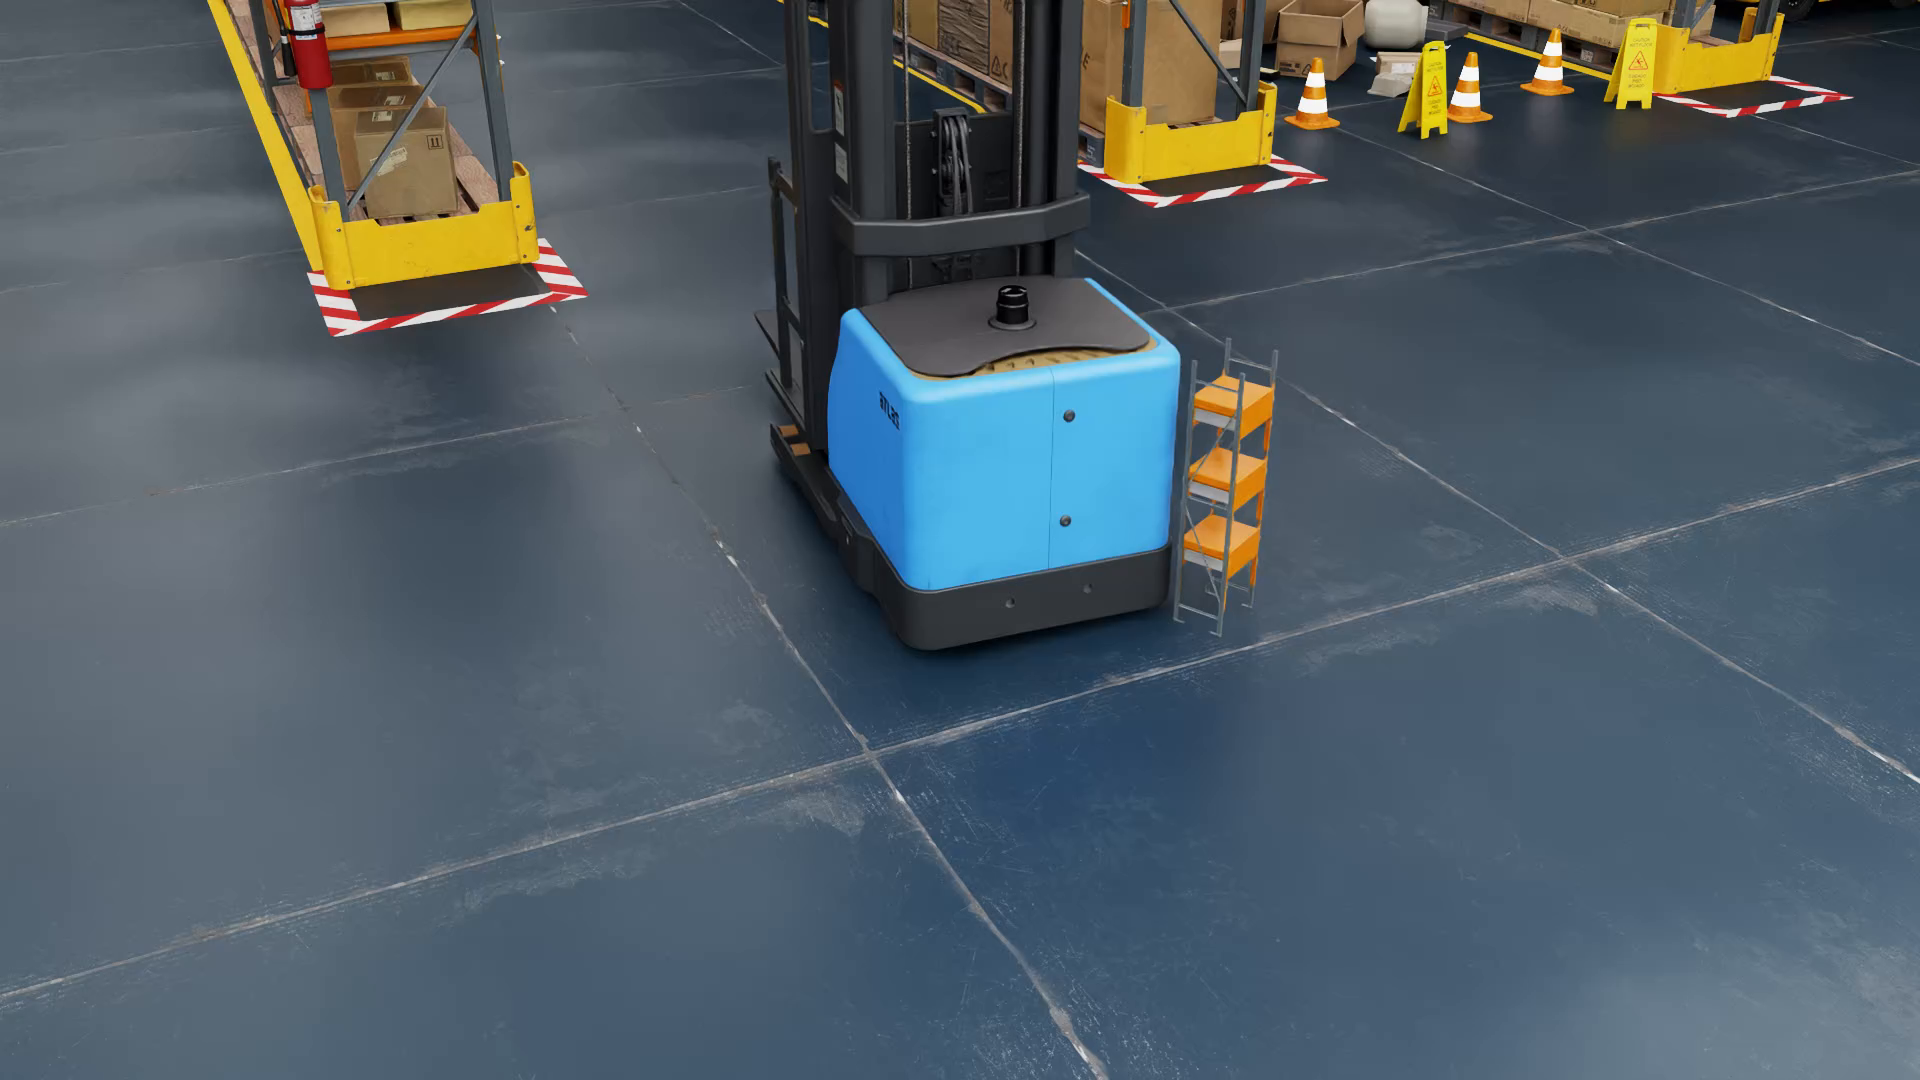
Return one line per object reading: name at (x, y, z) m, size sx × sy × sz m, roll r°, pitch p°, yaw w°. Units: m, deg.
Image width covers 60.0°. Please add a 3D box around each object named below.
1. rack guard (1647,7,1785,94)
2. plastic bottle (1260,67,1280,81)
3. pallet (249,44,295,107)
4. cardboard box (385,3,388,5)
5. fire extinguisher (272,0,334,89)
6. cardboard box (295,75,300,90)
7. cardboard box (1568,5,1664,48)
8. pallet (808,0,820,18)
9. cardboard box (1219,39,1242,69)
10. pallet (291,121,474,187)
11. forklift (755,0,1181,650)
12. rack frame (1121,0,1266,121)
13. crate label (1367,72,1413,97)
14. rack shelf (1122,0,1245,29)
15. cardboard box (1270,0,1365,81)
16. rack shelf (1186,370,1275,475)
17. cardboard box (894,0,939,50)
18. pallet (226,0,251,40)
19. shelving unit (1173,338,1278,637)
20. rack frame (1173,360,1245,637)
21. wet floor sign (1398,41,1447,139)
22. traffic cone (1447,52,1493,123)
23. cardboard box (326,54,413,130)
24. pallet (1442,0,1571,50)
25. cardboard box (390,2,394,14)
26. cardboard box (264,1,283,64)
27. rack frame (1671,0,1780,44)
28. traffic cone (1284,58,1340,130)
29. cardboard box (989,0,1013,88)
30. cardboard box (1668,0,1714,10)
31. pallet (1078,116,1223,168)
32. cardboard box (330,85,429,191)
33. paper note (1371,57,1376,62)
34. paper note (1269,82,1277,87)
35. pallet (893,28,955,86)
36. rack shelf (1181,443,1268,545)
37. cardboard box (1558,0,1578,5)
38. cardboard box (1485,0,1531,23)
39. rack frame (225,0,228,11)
rack guard at (5.927, -3.871, 13.143) m, size 1.175 × 0.500 × 0.348 m, roll -13°, pitch 32°, yaw -22°
plastic bottle at (2.426, -3.764, 13.399) m, size 0.283 × 0.061 × 0.133 m, roll 26°, pitch 38°, yaw 38°
pallet at (-5.044, -3.742, 13.207) m, size 1.003 × 0.211 × 1.213 m, roll -13°, pitch 32°, yaw -22°
cardboard box at (-3.208, -3.248, 9.732) m, size 0.380 × 0.149 × 0.250 m, roll -13°, pitch 32°, yaw -22°
fire extinguisher at (-3.358, -2.666, 8.517) m, size 0.296 × 0.674 × 0.183 m, roll -13°, pitch 32°, yaw -22°
cardboard box at (-4.573, -3.522, 12.091) m, size 0.500 × 0.500 × 0.500 m, roll -14°, pitch 32°, yaw -23°
cardboard box at (5.359, -4.223, 13.596) m, size 0.500 × 0.250 × 0.500 m, roll -13°, pitch 32°, yaw -22°
pallet at (-1.112, -5.260, 15.914) m, size 1.003 × 0.211 × 1.213 m, roll -13°, pitch 32°, yaw -22°
cardboard box at (2.216, -4.046, 13.694) m, size 0.396 × 0.266 × 0.258 m, roll -8°, pitch 30°, yaw -13°
pallet at (-3.860, -2.569, 11.116) m, size 1.003 × 0.211 × 1.213 m, roll -13°, pitch 32°, yaw -22°
forklift at (-0.195, -1.593, 6.594) m, size 1.130 × 2.935 × 3.031 m, roll -10°, pitch 31°, yaw -17°
rack frame at (1.532, -3.844, 10.539) m, size 1.000 × 3.000 × 0.127 m, roll -13°, pitch 32°, yaw -22°
crate label at (3.360, -3.550, 12.940) m, size 0.298 × 0.136 × 0.250 m, roll 19°, pitch 34°, yaw 30°
rack shelf at (0.673, -4.414, 12.290) m, size 1.077 × 0.370 × 4.000 m, roll -13°, pitch 32°, yaw -22°
cardboard box at (2.919, -4.084, 13.518) m, size 0.637 × 0.503 × 0.797 m, roll 13°, pitch 32°, yaw 21°
rack shelf at (0.951, -0.417, 5.862) m, size 0.215 × 0.259 × 0.240 m, roll 20°, pitch 35°, yaw 31°
cardboard box at (0.022, -4.575, 13.585) m, size 0.875 × 0.875 × 0.875 m, roll -13°, pitch 32°, yaw -21°
pallet at (-6.091, -4.819, 15.129) m, size 1.003 × 0.211 × 1.213 m, roll -13°, pitch 32°, yaw -22°
shelving unit at (0.951, -0.179, 5.996) m, size 0.215 × 1.050 × 0.252 m, roll 20°, pitch 35°, yaw 31°
rack frame at (0.879, -0.131, 5.910) m, size 0.200 × 1.050 × 0.008 m, roll 20°, pitch 35°, yaw 31°
wet floor sign at (3.333, -3.220, 11.833) m, size 0.267 × 0.644 × 0.232 m, roll -19°, pitch 35°, yaw -30°
traffic cone at (3.753, -3.357, 12.264) m, size 0.336 × 0.463 × 0.334 m, roll -13°, pitch 32°, yaw -22°
cardboard box at (-3.982, -3.013, 11.183) m, size 0.500 × 0.500 × 0.500 m, roll -16°, pitch 33°, yaw -26°
pallet at (5.090, -4.650, 14.827) m, size 1.003 × 0.211 × 1.213 m, roll -13°, pitch 32°, yaw -22°
cardboard box at (-2.988, -3.028, 9.340) m, size 0.380 × 0.149 × 0.250 m, roll -13°, pitch 32°, yaw -22°
cardboard box at (-4.952, -3.992, 12.908) m, size 0.700 × 0.500 × 0.500 m, roll -16°, pitch 33°, yaw -26°
rack frame at (5.959, -4.928, 12.472) m, size 1.000 × 3.000 × 0.127 m, roll -13°, pitch 32°, yaw -22°
traffic cone at (2.587, -3.270, 12.109) m, size 0.336 × 0.463 × 0.334 m, roll -13°, pitch 32°, yaw -22°
cardboard box at (0.802, -3.775, 12.157) m, size 0.875 × 0.875 × 0.875 m, roll -14°, pitch 32°, yaw -23°
cardboard box at (5.852, -4.664, 13.616) m, size 0.500 × 0.500 × 0.500 m, roll -14°, pitch 32°, yaw -24°
pallet at (1.118, -2.965, 11.821) m, size 1.003 × 0.211 × 1.213 m, roll -13°, pitch 32°, yaw -22°
cardboard box at (-3.532, -2.476, 10.226) m, size 0.500 × 0.500 × 0.500 m, roll -5°, pitch 30°, yaw -9°
paper note at (3.527, -4.034, 13.925) m, size 0.148 × 0.019 × 0.142 m, roll -3°, pitch 29°, yaw -5°
paper note at (2.410, -3.579, 13.103) m, size 0.144 × 0.017 × 0.142 m, roll -3°, pitch 29°, yaw -5°
pallet at (0.071, -4.043, 13.743) m, size 1.003 × 0.211 × 1.213 m, roll -13°, pitch 32°, yaw -22°
rack shelf at (0.951, -0.170, 6.001) m, size 0.215 × 0.259 × 0.240 m, roll 20°, pitch 35°, yaw 31°
cardboard box at (5.153, -4.768, 13.801) m, size 0.500 × 0.500 × 0.500 m, roll -12°, pitch 31°, yaw -20°
cardboard box at (4.924, -4.673, 14.399) m, size 0.500 × 0.250 × 0.500 m, roll -14°, pitch 32°, yaw -24°
rack frame at (-6.425, -6.381, 15.063) m, size 1.000 × 3.000 × 0.127 m, roll -13°, pitch 32°, yaw -22°
